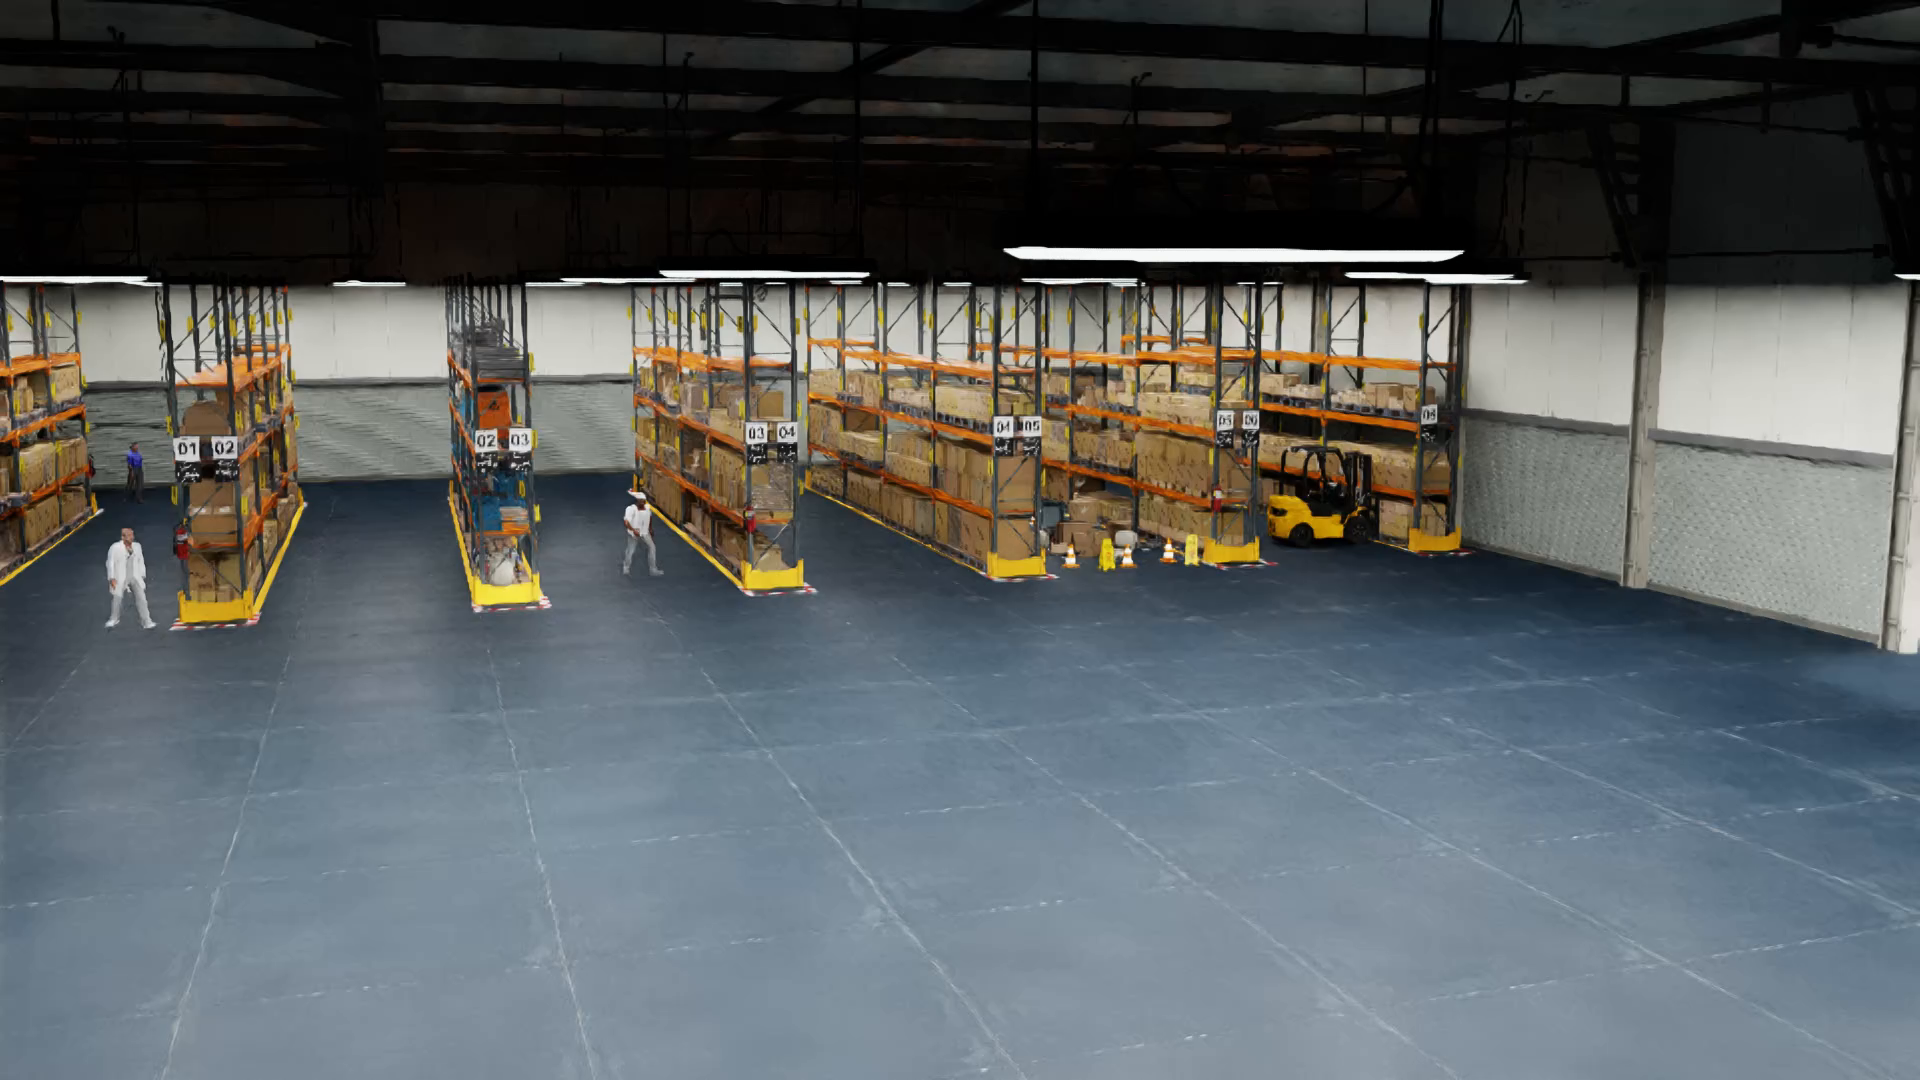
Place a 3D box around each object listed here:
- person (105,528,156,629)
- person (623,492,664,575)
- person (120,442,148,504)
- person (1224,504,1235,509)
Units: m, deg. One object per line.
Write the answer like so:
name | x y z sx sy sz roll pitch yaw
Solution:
person | -14.049 0.648 28.049 0.656 1.736 1.024 -8 12 -44
person | -6.436 -0.138 33.332 0.708 1.702 0.843 -6 10 -35
person | -22.199 -1.750 44.523 0.454 1.561 0.643 3 9 21
person | 6.257 -0.982 38.960 0.544 1.661 0.539 2 9 14
